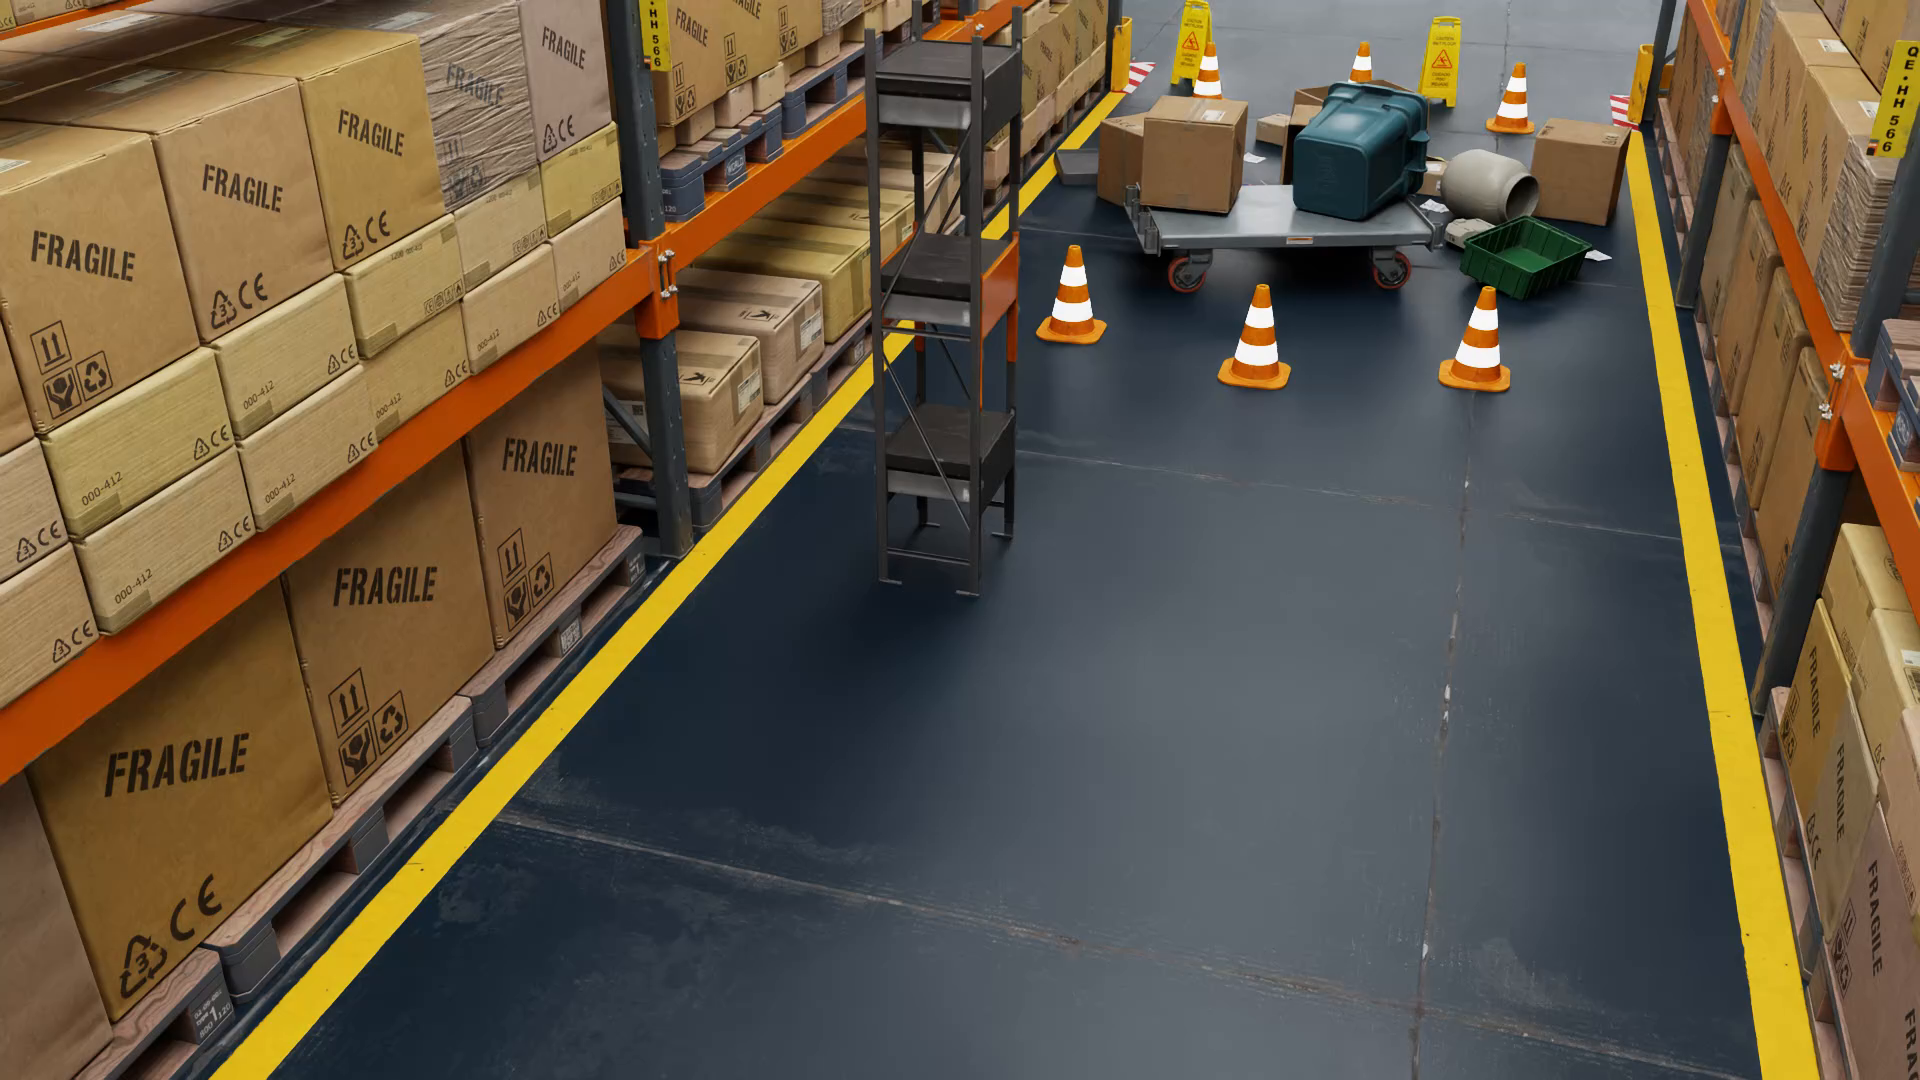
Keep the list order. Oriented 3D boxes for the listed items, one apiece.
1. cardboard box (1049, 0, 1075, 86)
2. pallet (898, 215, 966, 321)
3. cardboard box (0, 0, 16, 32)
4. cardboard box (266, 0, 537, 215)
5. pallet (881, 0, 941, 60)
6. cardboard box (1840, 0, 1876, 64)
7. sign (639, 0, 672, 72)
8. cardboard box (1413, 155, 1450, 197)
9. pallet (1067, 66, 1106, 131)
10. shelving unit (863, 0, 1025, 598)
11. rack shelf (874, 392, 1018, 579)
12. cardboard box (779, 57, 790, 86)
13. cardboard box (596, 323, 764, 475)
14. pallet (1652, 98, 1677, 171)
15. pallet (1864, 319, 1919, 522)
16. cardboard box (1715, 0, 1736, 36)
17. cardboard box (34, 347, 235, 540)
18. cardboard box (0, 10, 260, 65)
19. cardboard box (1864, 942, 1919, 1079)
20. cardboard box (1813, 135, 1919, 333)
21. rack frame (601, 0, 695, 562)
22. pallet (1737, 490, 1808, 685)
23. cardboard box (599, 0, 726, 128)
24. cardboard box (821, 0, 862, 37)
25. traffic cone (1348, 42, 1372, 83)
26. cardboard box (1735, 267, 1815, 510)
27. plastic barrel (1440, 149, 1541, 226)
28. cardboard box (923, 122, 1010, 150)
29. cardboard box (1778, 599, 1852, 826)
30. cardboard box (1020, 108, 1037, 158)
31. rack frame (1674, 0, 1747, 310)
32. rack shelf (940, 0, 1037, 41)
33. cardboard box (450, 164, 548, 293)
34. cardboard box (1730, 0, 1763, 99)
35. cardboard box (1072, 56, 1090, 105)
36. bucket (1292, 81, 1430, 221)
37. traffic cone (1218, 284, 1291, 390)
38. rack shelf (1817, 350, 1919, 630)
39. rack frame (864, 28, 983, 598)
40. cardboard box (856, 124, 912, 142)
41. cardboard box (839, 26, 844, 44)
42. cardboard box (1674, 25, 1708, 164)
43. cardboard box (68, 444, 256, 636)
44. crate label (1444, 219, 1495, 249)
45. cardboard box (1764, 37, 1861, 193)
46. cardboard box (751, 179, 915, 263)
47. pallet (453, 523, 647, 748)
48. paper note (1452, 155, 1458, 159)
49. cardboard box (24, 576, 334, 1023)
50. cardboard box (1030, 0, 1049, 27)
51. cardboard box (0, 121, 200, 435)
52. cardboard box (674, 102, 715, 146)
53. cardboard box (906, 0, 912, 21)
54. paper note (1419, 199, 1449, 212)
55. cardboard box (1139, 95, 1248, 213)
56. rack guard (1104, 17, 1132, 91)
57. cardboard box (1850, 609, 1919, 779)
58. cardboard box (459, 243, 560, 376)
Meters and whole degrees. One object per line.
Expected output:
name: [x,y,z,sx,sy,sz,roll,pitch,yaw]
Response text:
cardboard box: [0.493,-3.464,11.517,0.500,0.500,0.500,8,30,14]
pallet: [-0.617,-1.601,9.411,1.003,0.211,1.213,8,30,15]
cardboard box: [-5.496,-2.850,8.941,0.500,0.250,0.500,9,30,16]
cardboard box: [-1.609,-1.286,4.846,0.500,0.500,0.500,9,30,16]
pallet: [-0.754,-2.764,8.830,1.003,0.211,1.213,8,30,15]
cardboard box: [3.784,-2.063,6.242,0.700,0.500,0.500,8,30,14]
sign: [-1.033,-1.751,5.622,0.100,0.325,0.005,8,30,15]
cardboard box: [3.115,-2.389,10.772,0.396,0.266,0.258,14,32,23]
pallet: [0.489,-3.414,12.671,1.003,0.211,1.213,8,30,15]
shelving unit: [-0.049,-0.841,6.101,0.431,2.100,0.503,8,30,15]
rack shelf: [-0.049,-0.217,6.448,0.431,0.518,0.480,8,30,15]
cardboard box: [-0.955,-2.017,7.116,0.380,0.149,0.250,10,31,18]
cardboard box: [-1.389,-0.619,7.049,0.950,0.372,0.625,6,30,11]
pallet: [5.385,-2.780,11.531,1.003,0.211,1.213,8,30,15]
pallet: [3.090,-0.233,4.281,1.213,0.211,1.003,8,30,15]
cardboard box: [4.608,-3.020,8.939,0.875,0.550,0.550,8,30,15]
cardboard box: [-2.040,-0.258,3.769,0.500,0.250,0.500,9,30,16]
cardboard box: [-2.246,-1.139,4.581,0.500,0.500,0.500,9,30,16]
cardboard box: [2.305,1.248,3.560,0.500,0.500,0.500,8,30,14]
cardboard box: [3.073,-0.955,5.278,0.500,0.500,0.500,8,30,15]
rack frame: [-1.564,-1.323,6.043,1.000,3.000,0.127,8,30,15]
pallet: [3.501,0.199,6.175,1.003,0.211,1.213,8,30,15]
cardboard box: [-1.211,-1.856,6.161,0.500,0.500,0.500,8,30,13]
cardboard box: [-0.761,-2.579,7.459,0.500,0.500,0.500,7,30,13]
traffic cone: [3.052,-3.548,12.652,0.336,0.463,0.334,8,30,15]
cardboard box: [3.715,-0.541,6.519,1.050,0.750,0.750,9,30,16]
plastic barrel: [3.238,-2.143,10.167,0.421,0.421,0.512,-17,34,-28]
cardboard box: [0.041,-2.727,10.192,0.500,0.500,0.500,10,31,17]
cardboard box: [2.746,0.537,4.838,0.500,0.500,0.500,7,30,13]
cardboard box: [0.187,-2.649,10.823,0.500,0.250,0.500,10,31,18]
rack frame: [4.371,-2.523,8.199,1.000,3.000,0.127,8,30,15]
rack shelf: [0.197,-3.797,11.230,1.077,0.370,4.000,8,30,15]
cardboard box: [-1.611,-0.976,5.059,0.500,0.250,0.500,8,30,14]
cardboard box: [3.960,-2.360,7.804,0.500,0.500,0.500,9,30,15]
cardboard box: [0.644,-3.369,12.117,0.500,0.250,0.500,9,30,15]
bucket: [2.207,-2.149,9.330,0.726,0.611,0.620,20,45,32]
traffic cone: [1.455,-1.020,8.107,0.336,0.463,0.334,8,30,15]
rack shelf: [2.610,0.580,3.362,1.077,0.370,4.000,8,30,15]
rack frame: [-0.120,-0.727,5.897,0.400,2.100,0.015,8,30,15]
cardboard box: [-0.473,-2.805,10.331,0.500,0.500,0.500,8,30,14]
cardboard box: [-0.766,-2.397,7.800,0.380,0.149,0.250,7,30,13]
cardboard box: [5.153,-2.903,10.636,0.875,0.875,0.875,8,30,14]
cardboard box: [-2.041,-0.042,3.894,0.500,0.250,0.500,8,30,14]
crate label: [3.036,-1.811,9.865,0.298,0.136,0.250,-12,31,-20]
cardboard box: [3.514,-1.658,6.541,0.500,0.500,0.500,9,30,16]
cardboard box: [-0.750,-1.638,8.881,0.950,0.372,0.625,10,31,18]
pallet: [-1.868,0.251,6.081,1.003,0.211,1.213,8,30,15]
paper note: [3.474,-2.616,11.423,0.144,0.017,0.142,20,35,32]
cardboard box: [-2.375,0.560,4.411,0.875,0.875,0.875,9,30,16]
cardboard box: [0.360,-3.425,10.779,0.380,0.149,0.250,10,31,18]
cardboard box: [-2.062,-0.581,3.578,0.500,0.500,0.500,8,30,14]
cardboard box: [-1.176,-1.648,6.453,0.380,0.149,0.250,7,30,12]
cardboard box: [-0.413,-2.732,8.402,0.380,0.149,0.250,8,30,14]
paper note: [3.021,-2.114,10.527,0.172,0.023,0.155,20,35,32]
cardboard box: [1.320,-2.180,9.376,0.500,0.500,0.500,8,30,15]
rack guard: [0.761,-3.913,13.270,1.175,0.500,0.348,8,30,15]
cardboard box: [2.615,0.439,4.243,0.500,0.250,0.500,8,30,14]
cardboard box: [-1.600,-0.746,5.159,0.500,0.250,0.500,9,30,16]
